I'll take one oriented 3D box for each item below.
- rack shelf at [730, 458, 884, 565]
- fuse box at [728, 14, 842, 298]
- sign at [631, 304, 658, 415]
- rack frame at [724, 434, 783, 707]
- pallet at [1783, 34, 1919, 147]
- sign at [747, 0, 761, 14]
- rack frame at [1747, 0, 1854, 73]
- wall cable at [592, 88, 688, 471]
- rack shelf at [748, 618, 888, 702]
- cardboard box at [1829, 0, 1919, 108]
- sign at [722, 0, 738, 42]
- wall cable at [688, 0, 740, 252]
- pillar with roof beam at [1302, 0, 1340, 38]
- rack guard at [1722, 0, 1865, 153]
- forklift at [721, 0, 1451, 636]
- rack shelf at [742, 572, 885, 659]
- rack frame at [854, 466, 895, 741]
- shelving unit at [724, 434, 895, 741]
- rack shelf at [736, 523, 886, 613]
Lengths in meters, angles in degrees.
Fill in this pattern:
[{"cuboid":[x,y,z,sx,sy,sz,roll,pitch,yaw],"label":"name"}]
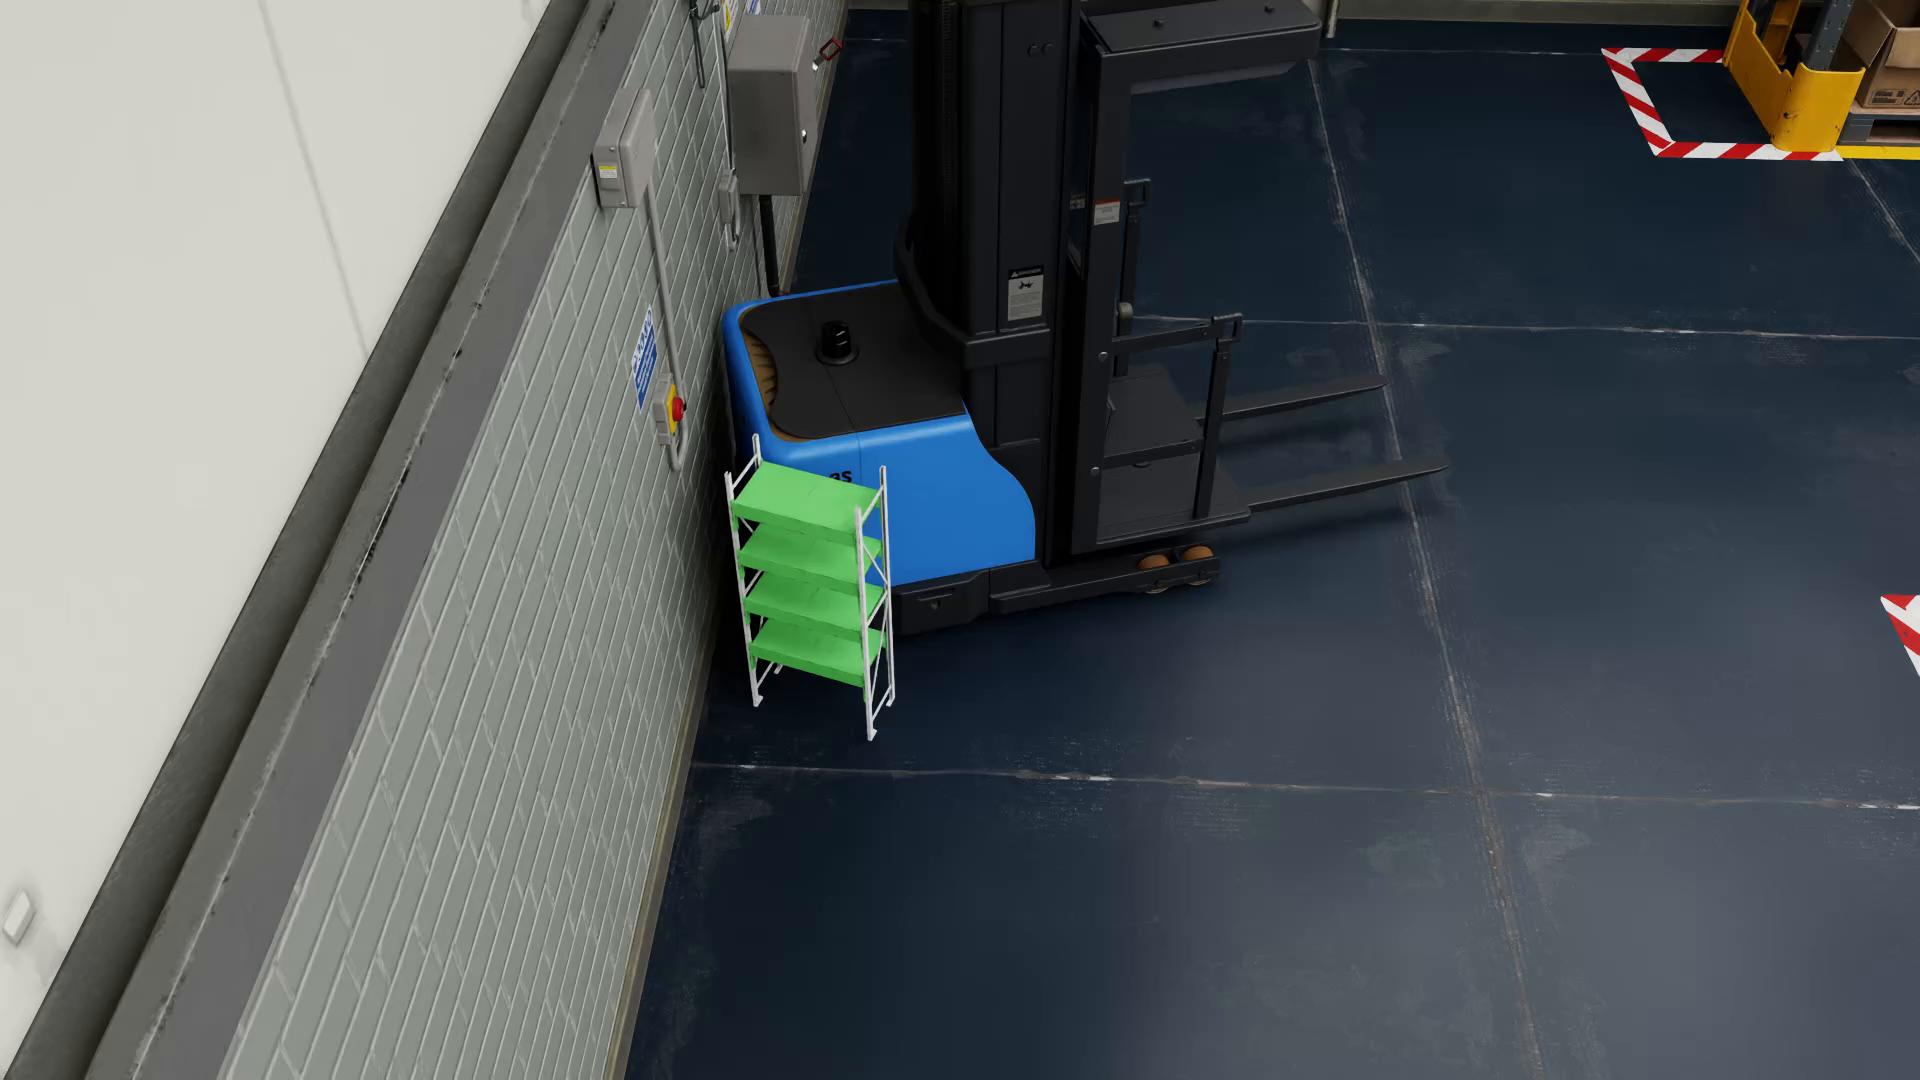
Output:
[{"cuboid":[-0.535,-0.105,5.872,0.480,0.148,0.258,15,45,15],"label":"rack shelf"},{"cuboid":[-0.737,-1.486,7.590,0.414,1.711,0.539,2,43,2],"label":"fuse box"},{"cuboid":[-1.040,-0.600,5.495,0.001,0.218,0.327,2,43,2],"label":"sign"},{"cuboid":[-0.763,0.140,6.219,0.015,1.200,0.240,15,45,15],"label":"rack frame"},{"cuboid":[5.749,-2.708,10.002,1.213,0.211,1.003,2,43,2],"label":"pallet"},{"cuboid":[-0.921,-2.265,7.551,0.001,0.494,0.329,2,43,2],"label":"sign"},{"cuboid":[4.877,-3.754,9.080,0.127,3.000,1.000,2,43,2],"label":"rack frame"},{"cuboid":[-0.977,-0.915,5.263,0.123,1.953,0.585,2,43,2],"label":"wall cable"},{"cuboid":[-0.535,0.422,6.363,0.480,0.148,0.258,15,45,15],"label":"rack shelf"},{"cuboid":[5.484,-2.911,9.698,0.637,0.503,0.797,0,43,0],"label":"cardboard box"},{"cuboid":[-0.946,-2.228,6.836,0.001,0.242,0.339,2,43,2],"label":"sign"},{"cuboid":[-0.925,-1.869,6.311,0.122,1.984,0.588,2,43,2],"label":"wall cable"},{"cuboid":[2.030,-3.715,4.636,0.400,9.000,9.100,2,43,2],"label":"pillar with roof beam"},{"cuboid":[4.953,-2.838,9.929,0.348,0.500,1.175,2,43,2],"label":"rack guard"},{"cuboid":[0.602,-1.185,6.372,3.031,2.935,1.130,-11,44,-11],"label":"forklift"},{"cuboid":[-0.535,0.246,6.199,0.480,0.148,0.258,15,45,15],"label":"rack shelf"},{"cuboid":[-0.307,0.258,6.092,0.015,1.200,0.240,15,45,15],"label":"rack frame"},{"cuboid":[-0.535,0.199,6.156,0.503,1.200,0.258,15,45,15],"label":"shelving unit"},{"cuboid":[-0.535,0.070,6.036,0.480,0.148,0.258,15,45,15],"label":"rack shelf"}]
